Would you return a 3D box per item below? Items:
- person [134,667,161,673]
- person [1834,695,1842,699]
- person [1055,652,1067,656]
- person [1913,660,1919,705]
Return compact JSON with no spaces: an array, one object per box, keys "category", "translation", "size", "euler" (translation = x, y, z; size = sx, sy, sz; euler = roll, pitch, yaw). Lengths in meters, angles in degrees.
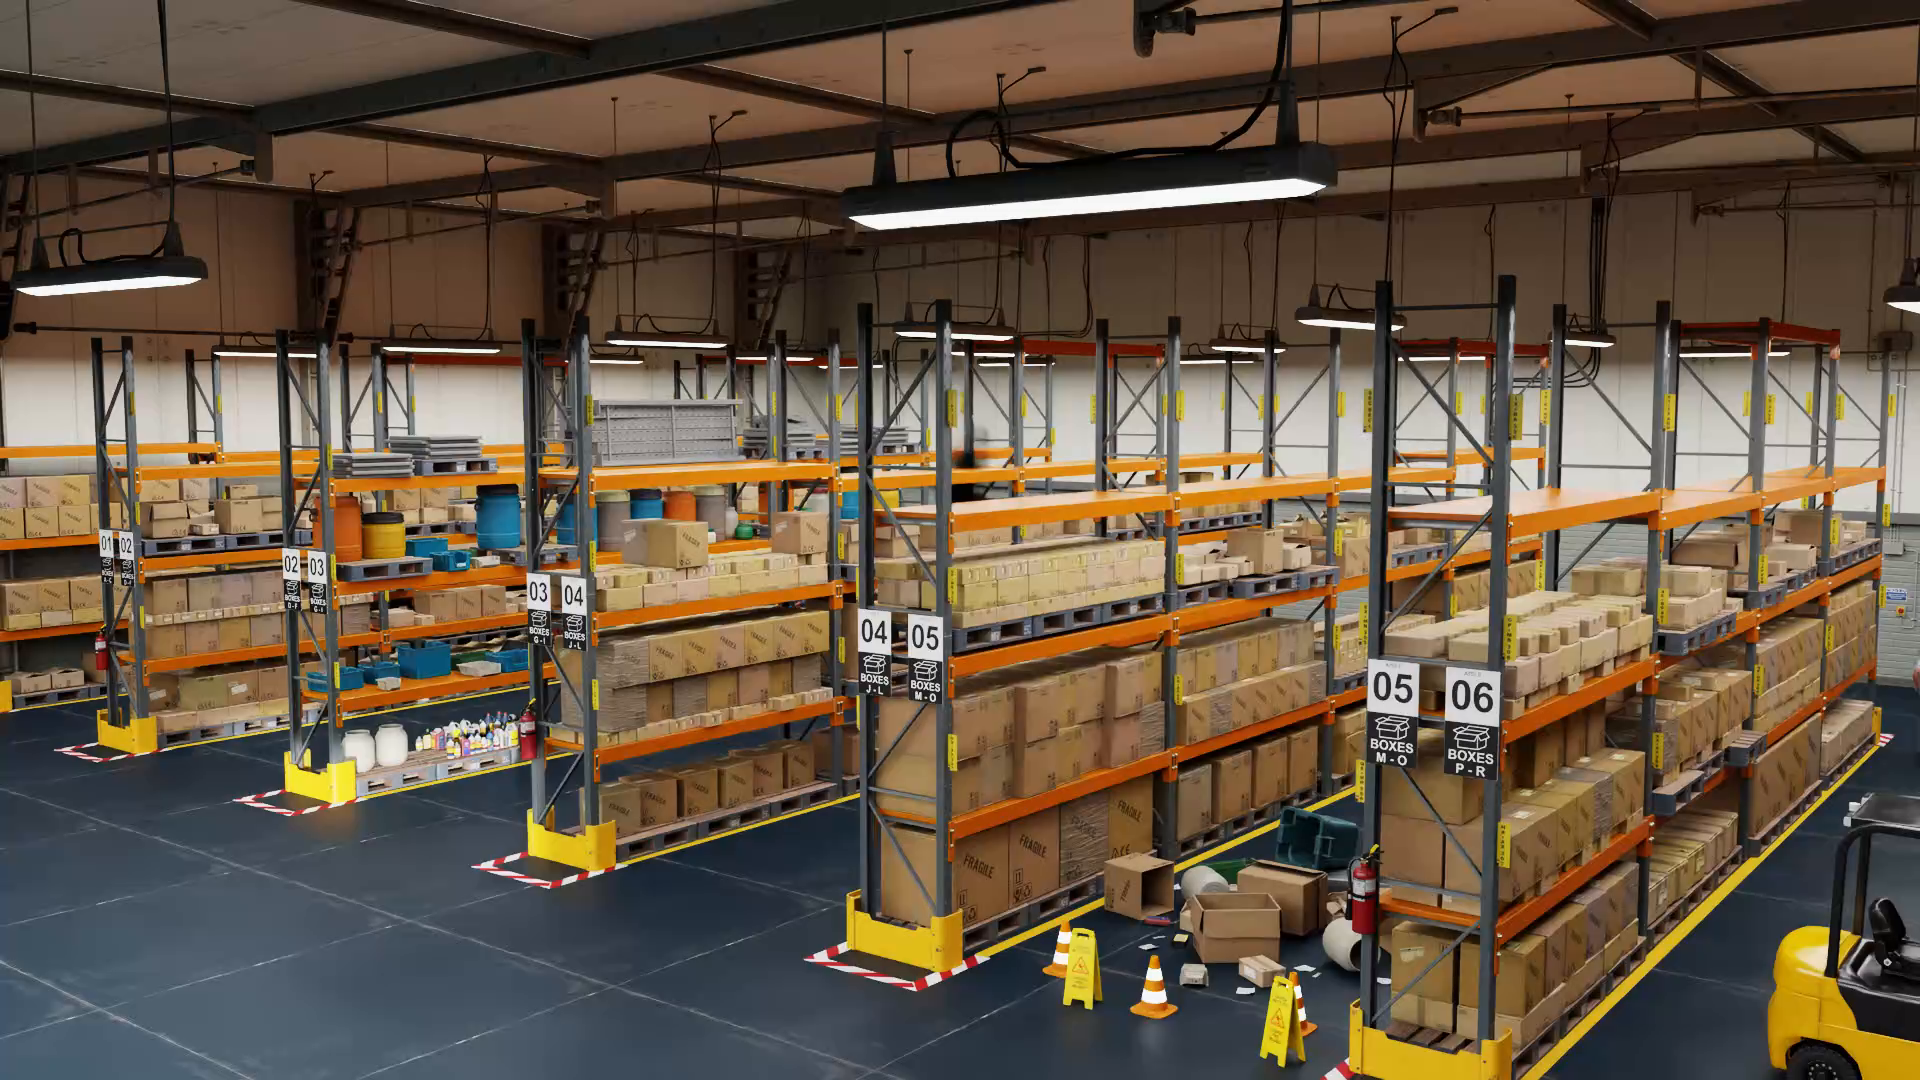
[{"category":"person","translation":[-12.678,2.102,26.072],"size":[0.557,1.589,0.746],"euler":[3,6,33]},{"category":"person","translation":[13.572,2.022,26.400],"size":[0.631,1.632,0.918],"euler":[-4,6,-36]},{"category":"person","translation":[1.271,2.191,20.523],"size":[0.613,1.837,0.849],"euler":[3,6,30]},{"category":"person","translation":[13.989,2.260,23.905],"size":[0.564,1.650,0.918],"euler":[2,5,25]}]
